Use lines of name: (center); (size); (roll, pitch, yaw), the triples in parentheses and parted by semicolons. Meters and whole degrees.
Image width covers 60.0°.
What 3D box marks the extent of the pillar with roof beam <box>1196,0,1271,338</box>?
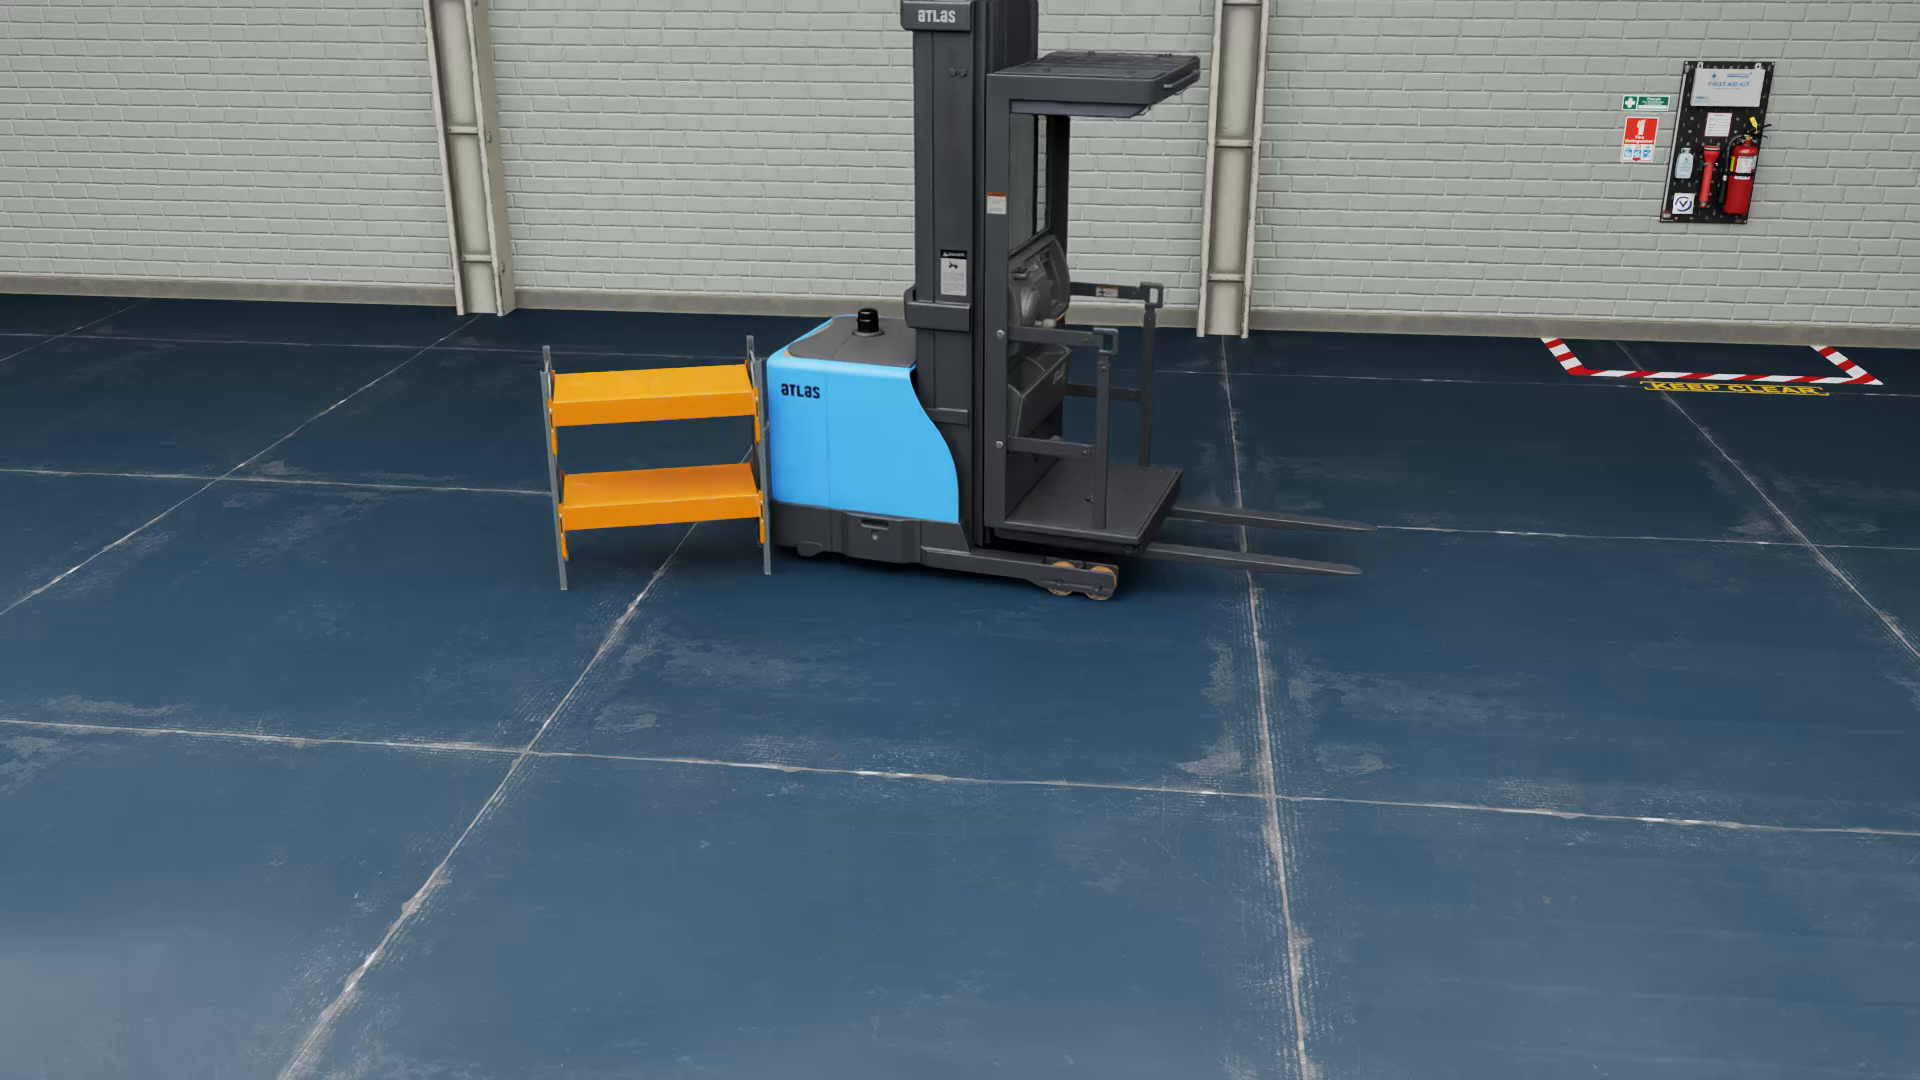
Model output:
pillar with roof beam: (1.552, -4.244, 7.435); (0.400, 9.000, 9.100); (2, 22, 6)

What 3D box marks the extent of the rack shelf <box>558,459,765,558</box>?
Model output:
rack shelf: (-1.528, -0.171, 8.507); (1.000, 0.278, 0.538); (-4, 22, -11)

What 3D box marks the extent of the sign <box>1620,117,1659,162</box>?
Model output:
sign: (5.030, -2.965, 12.312); (0.234, 0.329, 0.001); (2, 22, 6)

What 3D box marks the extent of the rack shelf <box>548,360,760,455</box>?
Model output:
rack shelf: (-1.528, -0.670, 8.310); (1.000, 0.278, 0.538); (-4, 22, -11)

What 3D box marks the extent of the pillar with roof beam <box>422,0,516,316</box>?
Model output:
pillar with roof beam: (-4.406, -4.503, 8.091); (0.400, 9.000, 9.100); (2, 22, 6)

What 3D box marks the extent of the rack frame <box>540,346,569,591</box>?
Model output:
rack frame: (-2.026, -0.361, 8.323); (0.032, 1.125, 0.500); (-4, 22, -11)

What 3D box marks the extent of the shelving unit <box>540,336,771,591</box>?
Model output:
shelving unit: (-1.528, -0.398, 8.417); (1.048, 1.125, 0.538); (-4, 22, -11)

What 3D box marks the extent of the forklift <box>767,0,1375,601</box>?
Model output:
forklift: (0.582, -1.284, 8.200); (3.031, 2.935, 1.130); (7, 23, 17)

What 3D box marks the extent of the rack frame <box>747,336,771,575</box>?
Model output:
rack frame: (-1.030, -0.436, 8.512); (0.032, 1.125, 0.500); (-4, 22, -11)

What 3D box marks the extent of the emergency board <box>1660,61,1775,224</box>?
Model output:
emergency board: (5.567, -2.887, 12.162); (0.643, 1.169, 0.194); (2, 22, 6)

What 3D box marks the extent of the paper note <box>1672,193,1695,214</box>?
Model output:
paper note: (5.400, -2.510, 12.407); (0.142, 0.148, 0.016); (2, 22, 6)

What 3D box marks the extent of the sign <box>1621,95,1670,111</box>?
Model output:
sign: (5.034, -3.208, 12.205); (0.331, 0.109, 0.001); (2, 22, 6)
